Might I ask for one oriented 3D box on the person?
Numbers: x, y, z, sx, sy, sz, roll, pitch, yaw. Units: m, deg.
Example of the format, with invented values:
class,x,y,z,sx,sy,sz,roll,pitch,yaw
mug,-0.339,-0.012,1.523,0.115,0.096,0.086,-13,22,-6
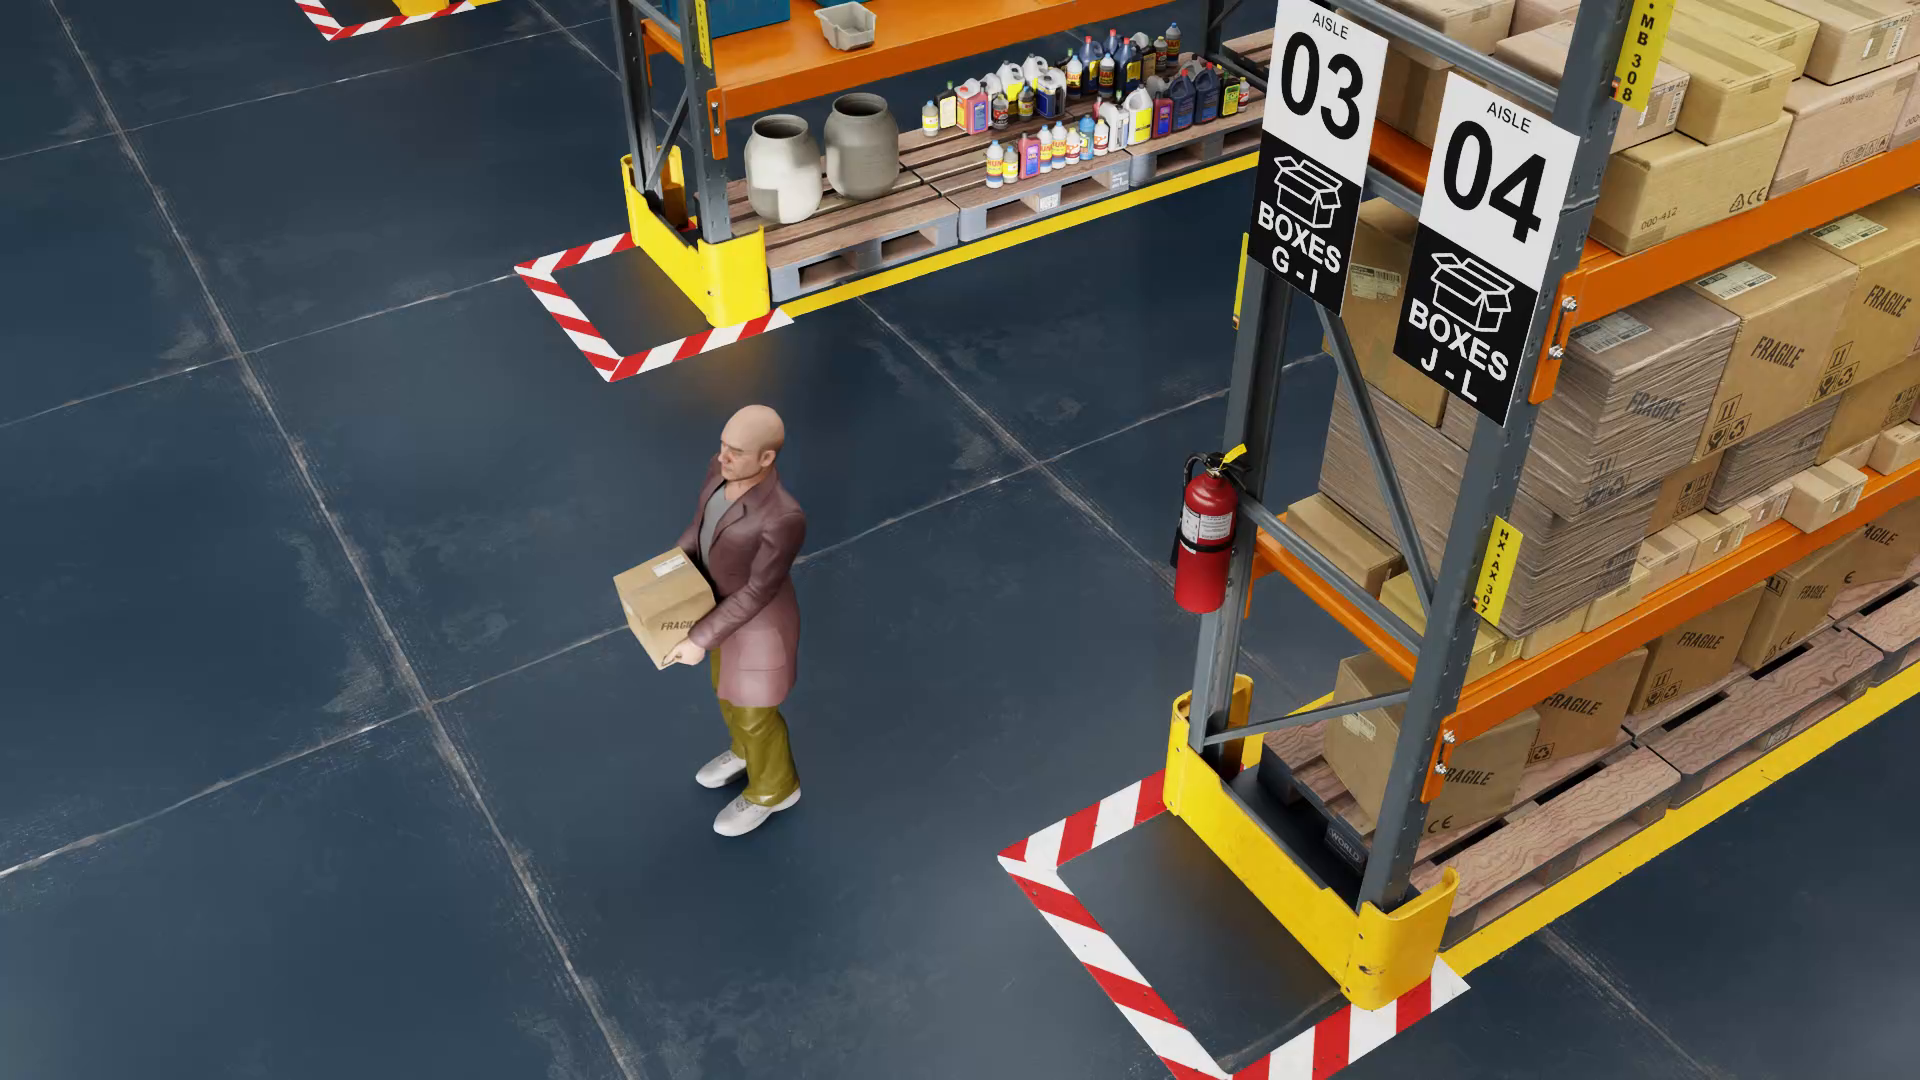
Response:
class,x,y,z,sx,sy,sz,roll,pitch,yaw
person,-0.818,0.311,5.805,0.555,1.769,0.530,-22,45,-24
